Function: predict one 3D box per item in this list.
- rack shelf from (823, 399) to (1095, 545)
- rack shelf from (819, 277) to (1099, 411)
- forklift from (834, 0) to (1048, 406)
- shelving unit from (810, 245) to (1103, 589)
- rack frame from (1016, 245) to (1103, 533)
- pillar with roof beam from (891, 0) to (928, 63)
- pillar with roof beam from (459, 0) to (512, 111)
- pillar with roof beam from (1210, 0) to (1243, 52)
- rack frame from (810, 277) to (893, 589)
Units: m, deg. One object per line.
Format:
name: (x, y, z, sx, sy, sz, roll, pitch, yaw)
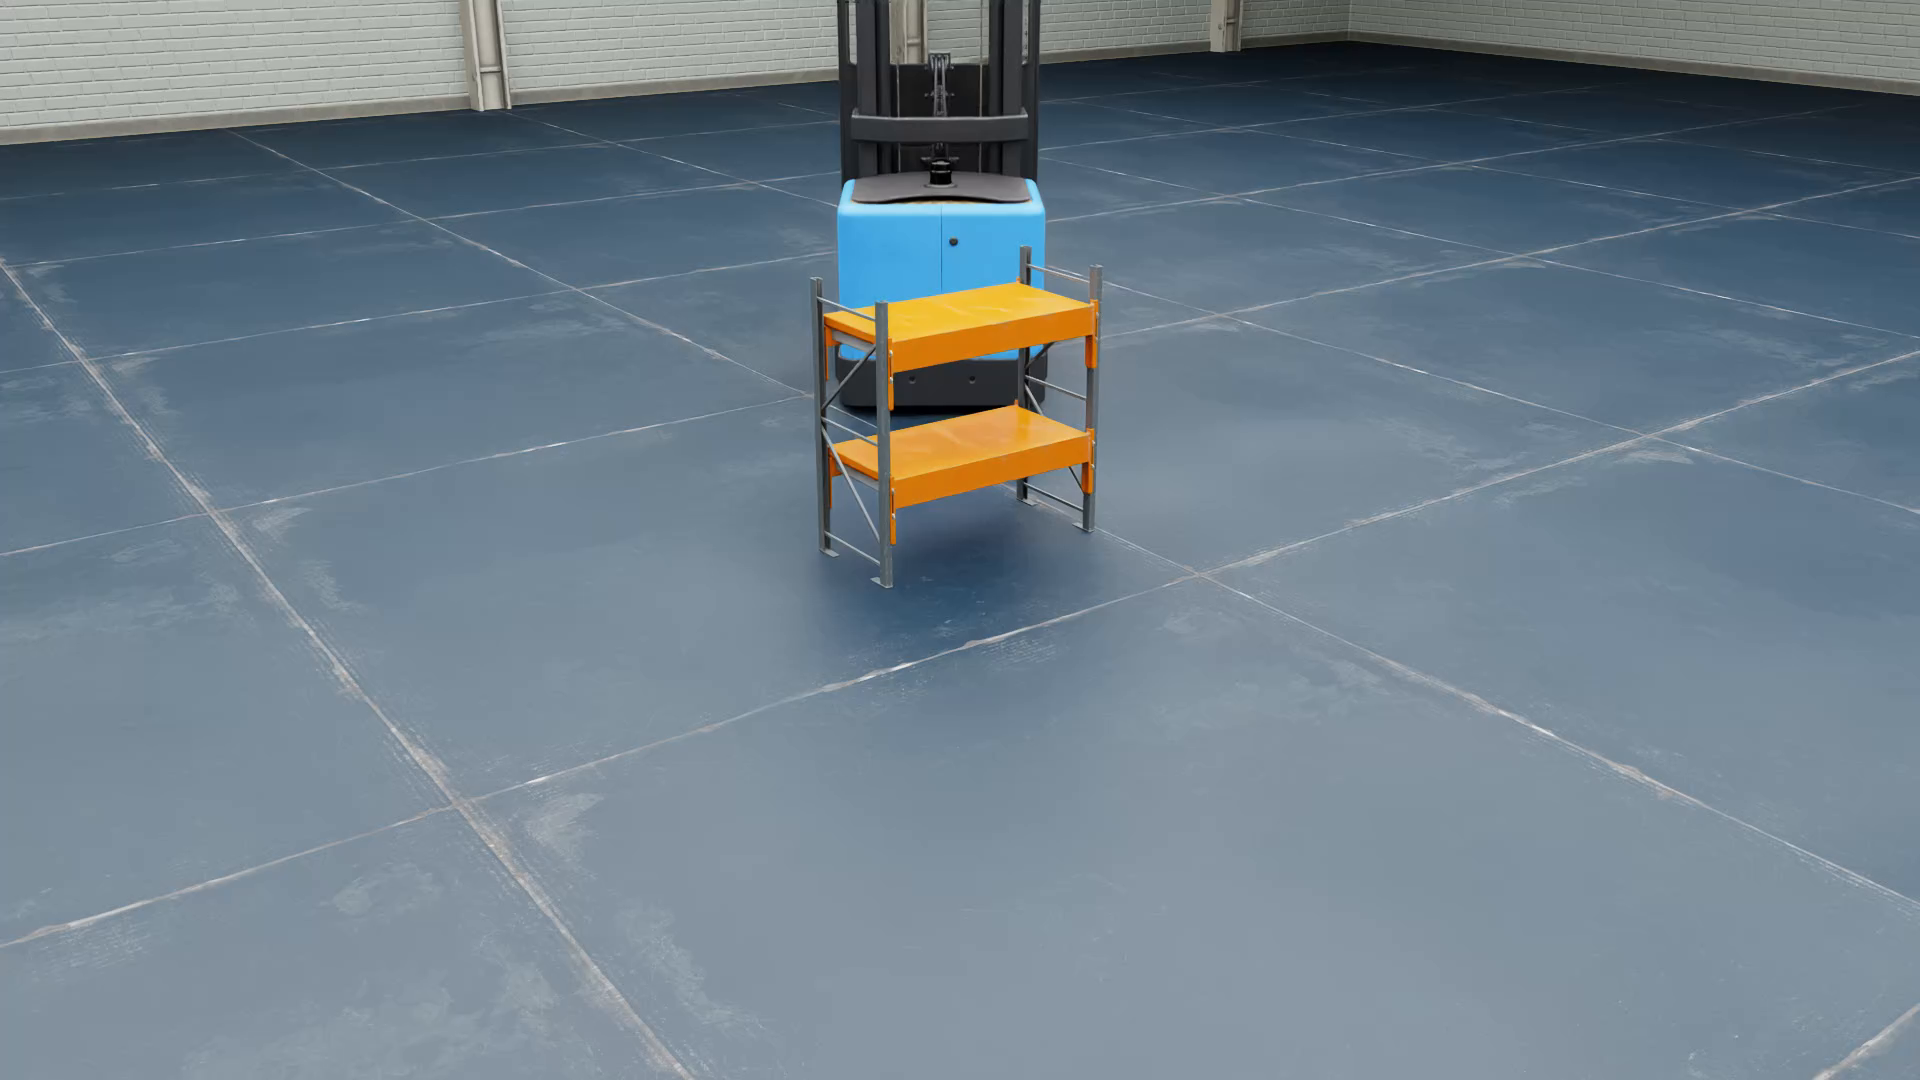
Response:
rack shelf: (-0.005, -0.294, 6.775, 1.000, 0.278, 0.538, -15, 26, -33)
rack shelf: (-0.005, -0.793, 6.576, 1.000, 0.278, 0.538, -15, 26, -33)
forklift: (-0.120, -2.533, 9.290, 1.130, 2.935, 3.031, 0, 22, -1)
shelving unit: (-0.005, -0.521, 6.684, 1.048, 1.125, 0.538, -15, 26, -33)
rack frame: (0.407, -0.631, 6.960, 0.032, 1.125, 0.500, -15, 26, -33)
pillar with roof beam: (1.820, -9.304, 18.070, 0.400, 9.000, 9.100, -15, 26, -33)
pillar with roof beam: (-3.050, -8.005, 14.815, 0.400, 9.000, 9.100, -15, 26, -33)
pillar with roof beam: (6.691, -10.602, 21.324, 0.400, 9.000, 9.100, -15, 26, -33)
rack frame: (-0.418, -0.411, 6.408, 0.032, 1.125, 0.500, -15, 26, -33)
